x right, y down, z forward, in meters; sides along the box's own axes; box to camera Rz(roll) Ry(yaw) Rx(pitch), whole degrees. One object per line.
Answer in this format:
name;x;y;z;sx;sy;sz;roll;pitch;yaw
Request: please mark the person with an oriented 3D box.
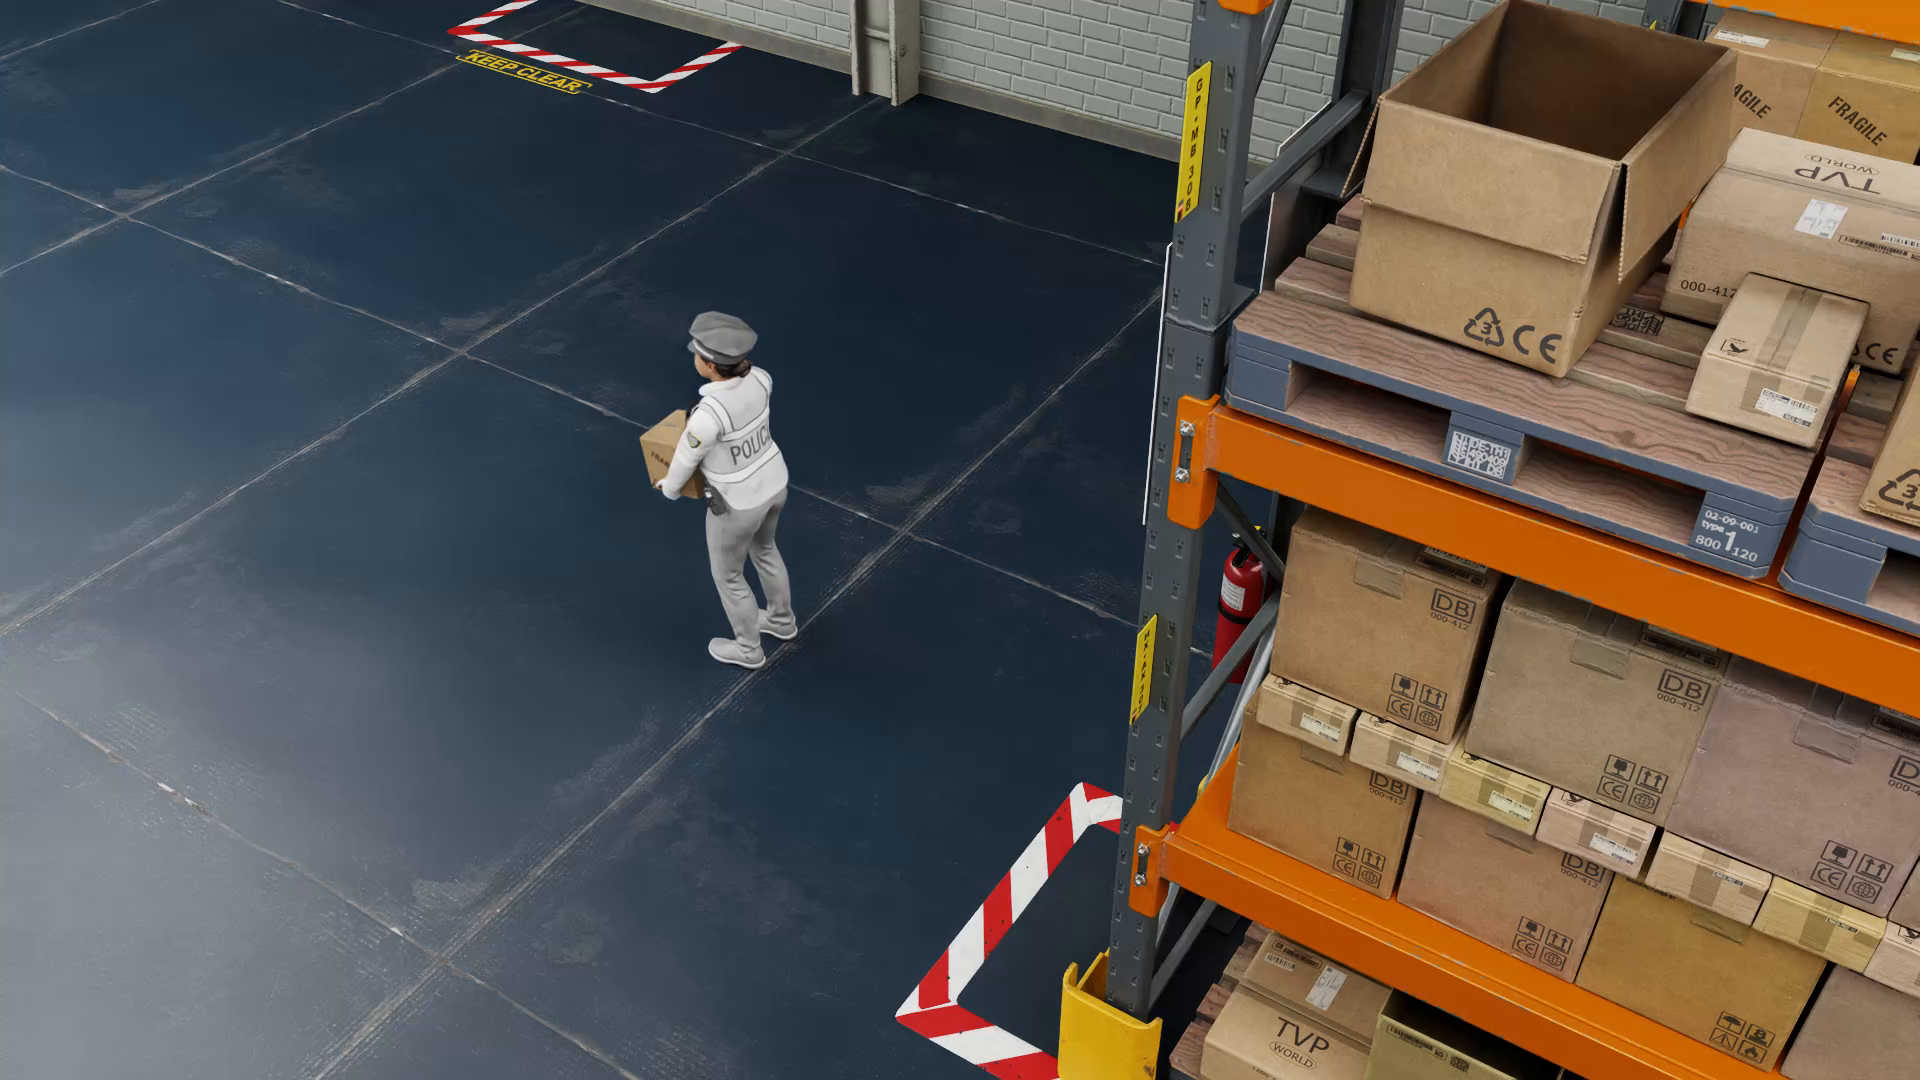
person;-0.983;-0.207;6.930;0.528;1.682;0.417;21;43;24
